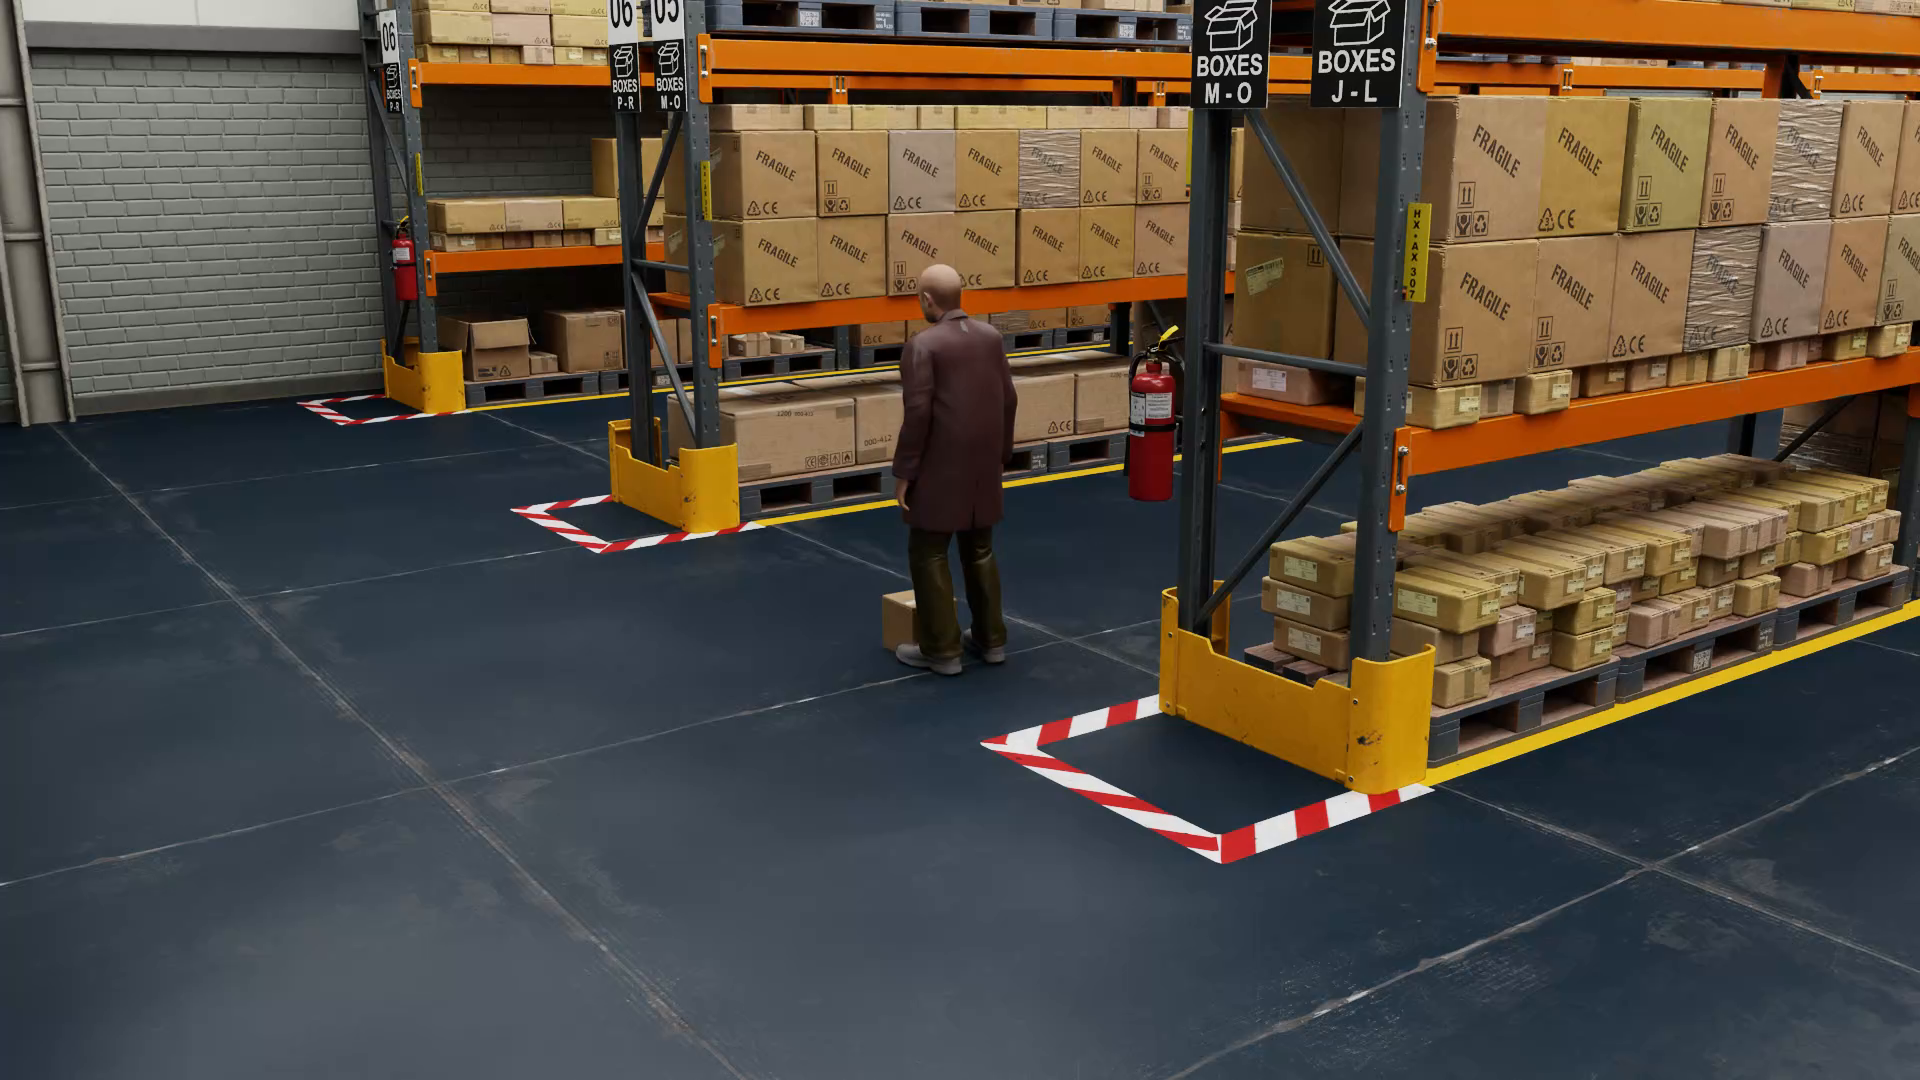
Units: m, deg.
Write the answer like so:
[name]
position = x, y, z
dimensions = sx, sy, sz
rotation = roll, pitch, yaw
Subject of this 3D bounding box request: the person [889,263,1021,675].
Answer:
[person]
position = -0.029, -0.310, 7.257
dimensions = 0.643, 1.773, 0.428
rotation = -10, 17, -34
